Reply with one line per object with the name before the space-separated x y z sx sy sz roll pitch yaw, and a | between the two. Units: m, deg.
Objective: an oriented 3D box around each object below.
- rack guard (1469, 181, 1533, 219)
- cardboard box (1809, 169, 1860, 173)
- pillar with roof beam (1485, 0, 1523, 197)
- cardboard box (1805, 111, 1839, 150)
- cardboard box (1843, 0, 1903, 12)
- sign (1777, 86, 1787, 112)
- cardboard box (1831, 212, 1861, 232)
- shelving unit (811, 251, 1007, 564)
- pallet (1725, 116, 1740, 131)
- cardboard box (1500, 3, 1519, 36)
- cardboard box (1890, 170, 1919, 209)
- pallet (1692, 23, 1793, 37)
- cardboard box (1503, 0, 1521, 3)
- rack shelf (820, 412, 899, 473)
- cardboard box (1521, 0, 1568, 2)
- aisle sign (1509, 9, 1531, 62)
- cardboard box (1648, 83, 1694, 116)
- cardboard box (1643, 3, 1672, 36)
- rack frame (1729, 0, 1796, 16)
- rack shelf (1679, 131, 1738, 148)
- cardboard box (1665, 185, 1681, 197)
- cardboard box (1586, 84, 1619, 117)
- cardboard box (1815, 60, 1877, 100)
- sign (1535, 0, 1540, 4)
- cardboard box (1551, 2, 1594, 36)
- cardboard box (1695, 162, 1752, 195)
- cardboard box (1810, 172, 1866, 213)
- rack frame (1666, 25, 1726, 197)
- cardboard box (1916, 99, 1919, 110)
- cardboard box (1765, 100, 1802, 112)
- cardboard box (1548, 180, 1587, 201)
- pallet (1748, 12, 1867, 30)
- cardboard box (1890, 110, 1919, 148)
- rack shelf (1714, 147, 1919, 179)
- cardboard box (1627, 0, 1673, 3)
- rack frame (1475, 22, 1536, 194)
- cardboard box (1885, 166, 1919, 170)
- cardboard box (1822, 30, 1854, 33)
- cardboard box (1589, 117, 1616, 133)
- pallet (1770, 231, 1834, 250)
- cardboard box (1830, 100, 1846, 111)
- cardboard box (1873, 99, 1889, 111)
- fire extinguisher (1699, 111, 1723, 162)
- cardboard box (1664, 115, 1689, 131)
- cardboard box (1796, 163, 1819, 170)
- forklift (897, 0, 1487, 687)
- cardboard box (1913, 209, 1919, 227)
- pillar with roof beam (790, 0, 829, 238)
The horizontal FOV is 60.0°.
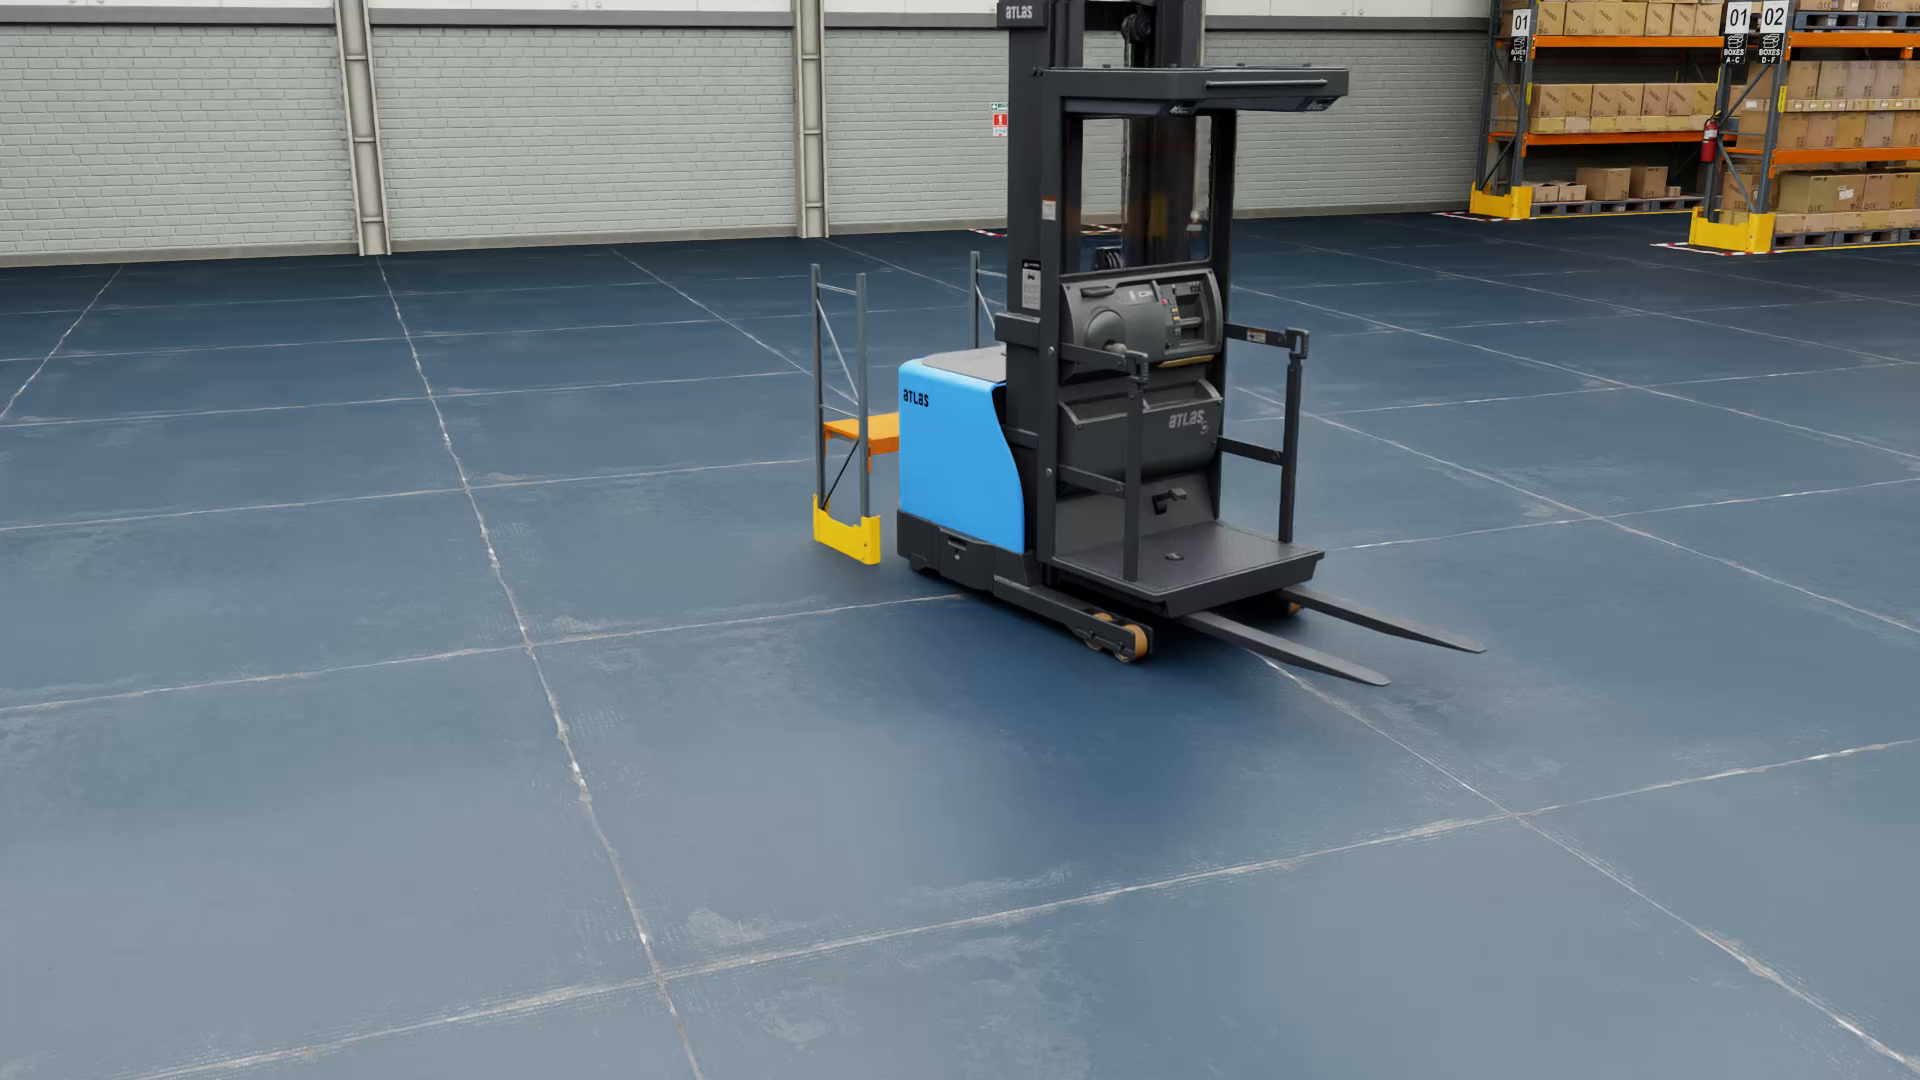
rack guard | 8.806 -5.546 27.097 0.348 0.500 1.175 -6 17 -20
cardboard box | 12.301 -4.964 23.482 0.500 0.500 0.500 -6 17 -20
pillar with roof beam | 10.619 -8.782 23.032 0.400 9.000 9.100 -6 17 -20
cardboard box | 11.440 -5.581 22.601 0.500 0.500 0.700 -6 17 -19
cardboard box | 12.159 -7.286 22.091 0.500 0.500 0.500 -6 17 -20
sign | 10.704 -5.742 21.649 0.005 0.325 0.100 -6 17 -20
cardboard box | 12.024 -4.414 22.941 0.500 0.250 0.500 -6 17 -20
shelving unit | -0.198 -0.745 8.972 1.083 1.500 0.587 -11 20 -33
pallet | 13.236 -7.088 28.251 1.213 0.211 1.003 -6 17 -20
cardboard box | 9.034 -8.343 26.649 0.500 0.500 0.500 -5 17 -16
cardboard box | 13.420 -4.928 23.361 0.500 0.500 0.500 -6 17 -20
pallet | 13.085 -8.524 27.812 1.003 0.211 1.213 -6 17 -20
cardboard box | 9.044 -8.827 26.521 0.500 0.500 0.500 -5 17 -18
rack shelf | -0.205 -0.571 9.018 1.000 0.185 0.538 -11 20 -33
cardboard box | 9.181 -8.689 26.053 0.500 0.500 0.500 -8 18 -24
aisle sign | 8.775 -7.899 26.059 0.004 0.787 0.394 -6 17 -20
cardboard box | 11.675 -7.258 27.389 0.500 0.500 0.500 -6 17 -20
cardboard box | 11.106 -8.408 26.871 0.500 0.500 0.500 -7 18 -22
rack frame | 10.511 -8.313 21.436 0.127 3.000 1.000 -6 17 -20
rack shelf | 14.338 -6.998 28.880 4.000 0.370 1.077 -6 17 -20
cardboard box | 11.981 -5.931 28.219 0.250 0.166 0.380 -9 18 -27
cardboard box | 10.238 -7.102 26.859 0.500 0.500 0.500 -7 18 -22
cardboard box | 11.960 -6.260 22.611 0.500 0.500 0.700 -6 17 -20
sign | 8.929 -8.454 25.687 0.005 0.325 0.100 -6 17 -20
cardboard box | 9.651 -8.247 26.322 0.500 0.500 0.500 -5 17 -16
cardboard box | 13.151 -6.231 28.650 0.500 0.500 0.700 -6 17 -18
cardboard box | 12.020 -4.777 22.846 0.500 0.500 0.500 -6 17 -20
rack frame | 12.470 -7.141 28.092 0.127 3.000 1.000 -6 17 -20
cardboard box | 13.118 -6.011 22.917 0.250 0.149 0.380 -6 17 -20
cardboard box | 10.954 -5.777 22.118 0.250 0.149 0.380 -6 18 -20
cardboard box | 9.945 -5.762 27.388 0.500 0.311 0.500 -5 17 -15
pallet | 11.180 -6.896 22.091 1.213 0.211 1.003 -6 17 -20
cardboard box | 12.874 -5.735 23.127 0.500 0.500 0.700 -6 17 -19
rack shelf | 12.378 -5.291 23.070 4.000 0.370 1.077 -6 17 -20
cardboard box | 11.107 -8.882 26.710 0.500 0.500 0.500 -7 18 -22
rack frame | 8.735 -6.738 26.719 0.127 3.000 1.000 -6 17 -20
cardboard box | 13.701 -5.116 23.999 0.500 0.500 0.500 -6 17 -20
cardboard box | 14.962 -8.936 28.663 0.637 0.503 0.797 -4 17 -12
cardboard box | 10.262 -6.747 26.981 0.500 0.250 0.500 -6 18 -21
pallet | 11.210 -4.185 22.975 1.213 0.211 1.003 -6 17 -20
cardboard box | 11.670 -5.854 22.380 0.250 0.149 0.380 -6 18 -21
cardboard box | 12.390 -5.932 22.645 0.250 0.149 0.380 -6 17 -20
fire extinguisher | 10.234 -5.508 22.668 0.183 0.674 0.296 -6 17 -20
cardboard box | 11.668 -6.903 27.513 0.500 0.250 0.500 -6 17 -20
cardboard box | 14.575 -6.391 29.193 0.500 0.500 0.700 -6 17 -20
forklift | 0.969 -1.028 7.397 1.130 2.935 3.031 -12 20 -36
cardboard box | 13.421 -4.568 23.465 0.500 0.250 0.500 -6 17 -20
pillar with roof beam | -0.586 -7.572 18.912 0.400 9.000 9.100 -6 17 -20
